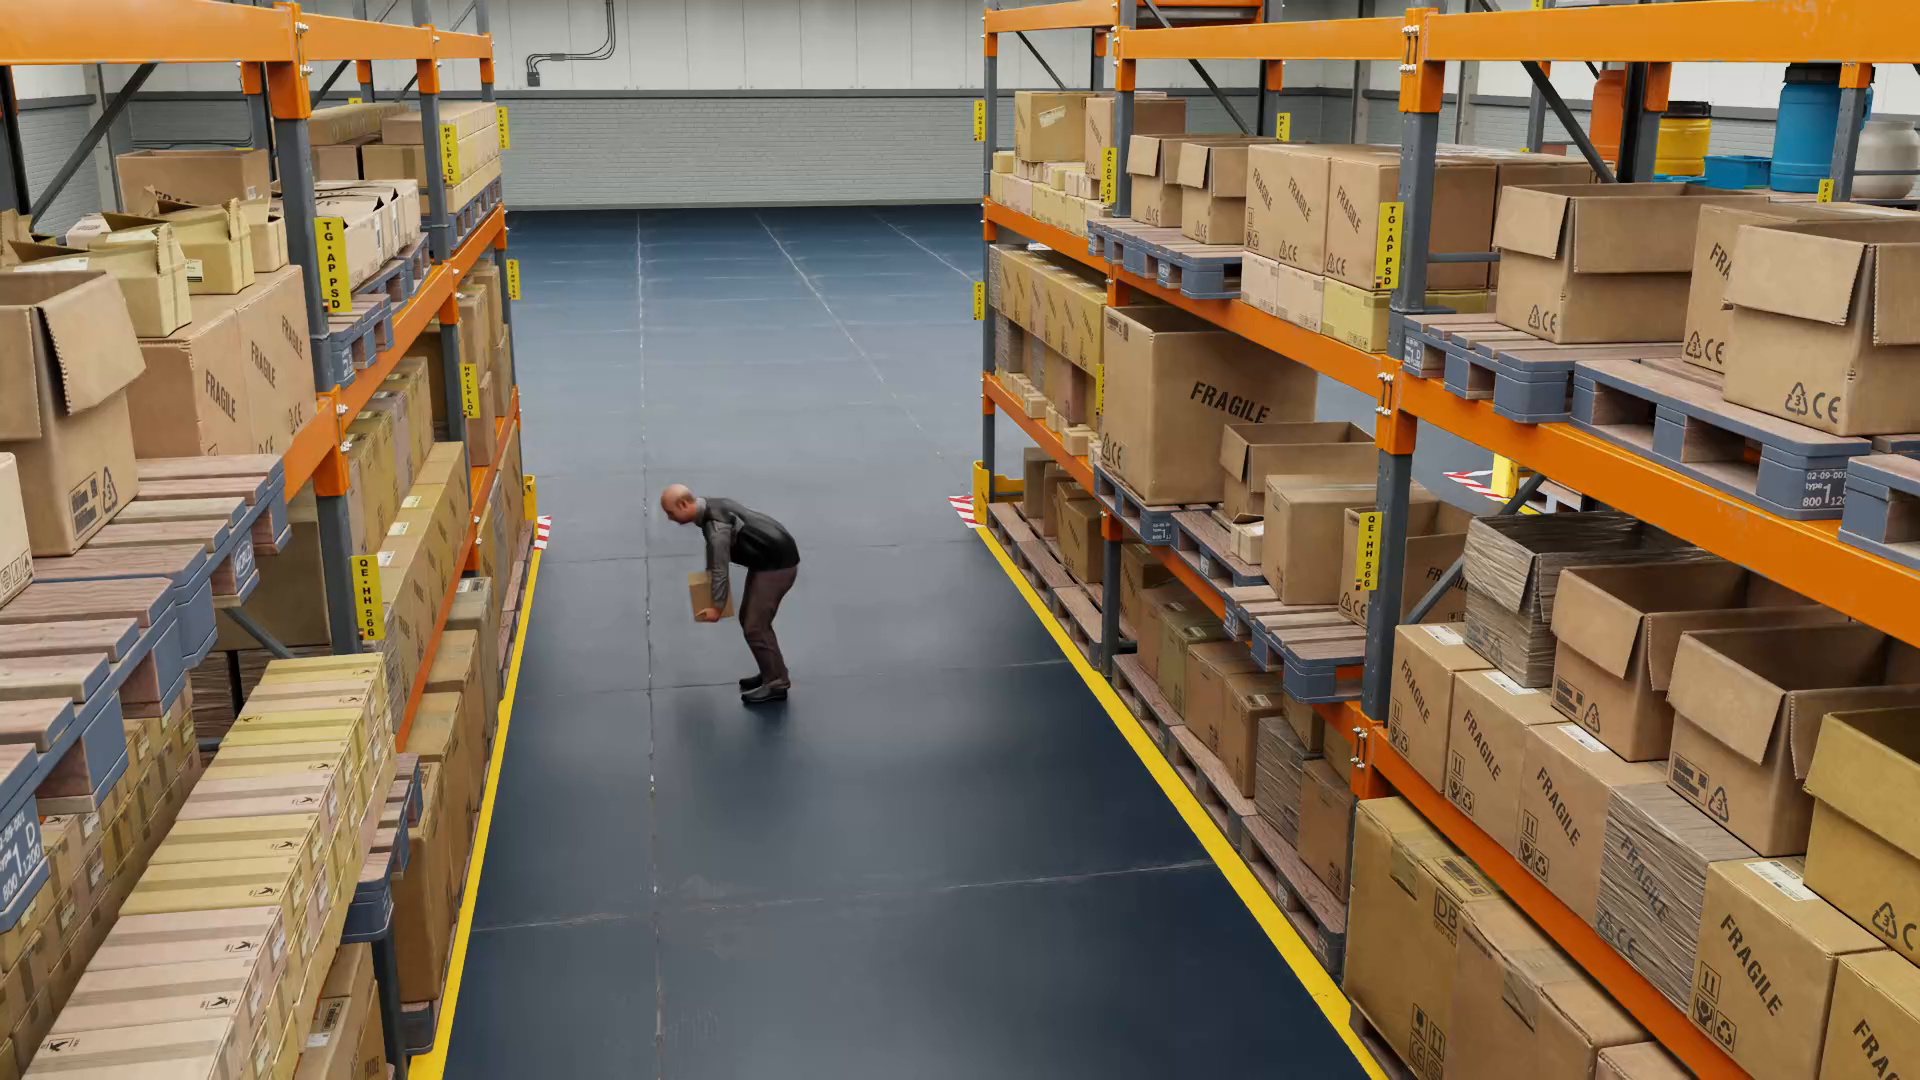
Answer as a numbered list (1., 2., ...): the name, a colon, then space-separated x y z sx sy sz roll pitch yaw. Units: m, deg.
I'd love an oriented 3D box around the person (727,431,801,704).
1. person: -1.234 0.157 10.527 0.458 1.727 0.549 -3 17 -11
